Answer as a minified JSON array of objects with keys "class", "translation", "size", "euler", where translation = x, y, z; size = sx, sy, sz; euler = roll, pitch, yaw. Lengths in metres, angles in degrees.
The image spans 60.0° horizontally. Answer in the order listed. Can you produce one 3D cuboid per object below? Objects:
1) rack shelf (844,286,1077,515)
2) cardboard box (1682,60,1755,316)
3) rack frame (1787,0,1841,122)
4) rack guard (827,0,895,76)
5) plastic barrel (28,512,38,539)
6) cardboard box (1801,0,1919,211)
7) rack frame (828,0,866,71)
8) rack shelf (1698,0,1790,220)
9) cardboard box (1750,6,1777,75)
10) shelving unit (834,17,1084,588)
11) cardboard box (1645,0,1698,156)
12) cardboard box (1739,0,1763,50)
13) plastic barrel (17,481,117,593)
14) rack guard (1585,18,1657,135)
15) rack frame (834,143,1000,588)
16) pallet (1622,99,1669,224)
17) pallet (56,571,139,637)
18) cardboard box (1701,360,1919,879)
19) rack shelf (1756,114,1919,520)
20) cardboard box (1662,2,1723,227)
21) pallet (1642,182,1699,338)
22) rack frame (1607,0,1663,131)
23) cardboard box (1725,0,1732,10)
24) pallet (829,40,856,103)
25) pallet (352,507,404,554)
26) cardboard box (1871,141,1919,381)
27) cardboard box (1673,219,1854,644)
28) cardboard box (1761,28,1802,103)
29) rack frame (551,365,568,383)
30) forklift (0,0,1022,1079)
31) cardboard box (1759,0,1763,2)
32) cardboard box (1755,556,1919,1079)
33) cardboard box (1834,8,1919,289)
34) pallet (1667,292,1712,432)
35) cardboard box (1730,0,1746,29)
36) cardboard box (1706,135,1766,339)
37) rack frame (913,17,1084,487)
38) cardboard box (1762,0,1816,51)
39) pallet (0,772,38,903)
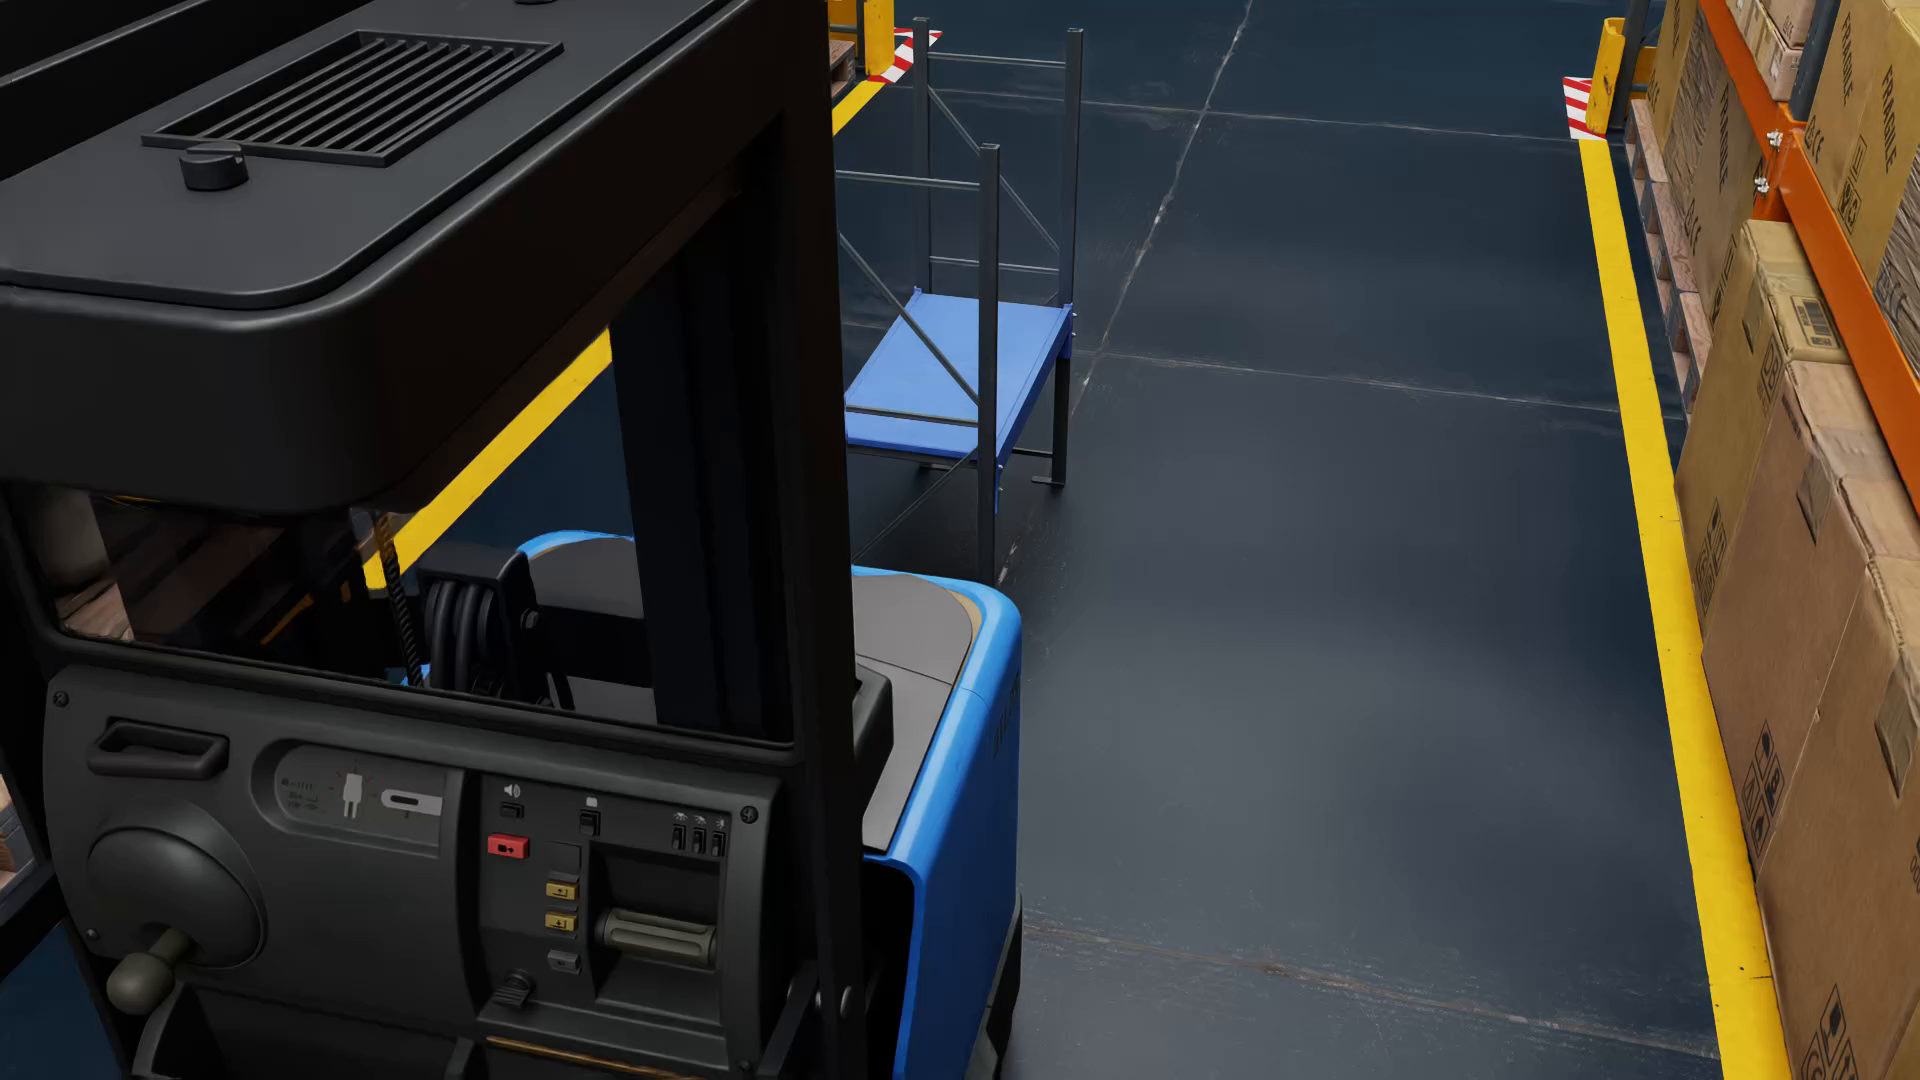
[{"class":"rack shelf","translation":[-0.022,-0.437,4.875],"size":[0.538,0.185,1.000],"euler":[8,33,12]},{"class":"cardboard box","translation":[3.285,-1.355,6.175],"size":[0.875,0.875,0.875],"euler":[8,33,12]},{"class":"rack frame","translation":[2.812,-1.276,4.461],"size":[1.000,3.000,0.127],"euler":[8,33,12]},{"class":"rack guard","translation":[-0.970,-2.985,9.480],"size":[1.175,0.500,0.348],"euler":[8,33,12]},{"class":"plastic barrel","translation":[-2.600,0.124,4.116],"size":[0.600,0.588,0.708],"euler":[8,33,12]},{"class":"cardboard box","translation":[2.453,-1.113,4.112],"size":[0.500,0.500,0.500],"euler":[8,33,13]},{"class":"rack frame","translation":[-0.964,-4.026,8.787],"size":[1.000,3.000,0.127],"euler":[8,33,12]},{"class":"rack shelf","translation":[3.319,-2.010,6.287],"size":[1.077,0.370,4.000],"euler":[8,33,12]},{"class":"cardboard box","translation":[2.638,-1.507,5.058],"size":[0.380,0.149,0.250],"euler":[9,33,13]},{"class":"shelving unit","translation":[-0.022,-0.589,4.778],"size":[0.538,1.500,1.048],"euler":[8,33,12]},{"class":"cardboard box","translation":[3.742,-2.289,7.644],"size":[0.875,0.875,0.875],"euler":[8,33,12]},{"class":"cardboard box","translation":[2.703,-1.640,5.267],"size":[0.380,0.149,0.250],"euler":[7,33,12]},{"class":"plastic barrel","translation":[-2.543,-0.149,4.616],"size":[0.421,0.512,0.421],"euler":[0,32,0]},{"class":"rack guard","translation":[3.833,-2.309,8.416],"size":[1.175,0.500,0.348],"euler":[8,33,12]},{"class":"rack frame","translation":[-0.151,-0.325,4.363],"size":[0.500,1.500,0.032],"euler":[8,33,12]},{"class":"pallet","translation":[3.700,-1.749,7.805],"size":[1.003,0.211,1.213],"euler":[8,33,12]},{"class":"pallet","translation":[-2.523,0.256,4.650],"size":[1.003,0.211,1.213],"euler":[8,33,12]},{"class":"cardboard box","translation":[2.443,0.242,3.662],"size":[1.225,0.875,0.875],"euler":[7,33,11]},{"class":"rack shelf","translation":[2.304,0.065,3.022],"size":[1.077,0.370,4.000],"euler":[8,33,12]},{"class":"cardboard box","translation":[3.511,-1.817,6.901],"size":[0.875,0.875,0.875],"euler":[8,33,12]},{"class":"pallet","translation":[3.388,-1.118,6.812],"size":[1.003,0.211,1.213],"euler":[8,33,12]},{"class":"rack frame","translation":[3.827,-3.352,7.726],"size":[1.000,3.000,0.127],"euler":[8,33,12]},{"class":"cardboard box","translation":[2.833,-1.907,5.688],"size":[0.380,0.149,0.250],"euler":[9,33,13]},{"class":"pallet","translation":[-1.211,-2.427,8.870],"size":[1.003,0.211,1.213],"euler":[8,33,12]},{"class":"pallet","translation":[-2.215,-0.379,5.649],"size":[1.003,0.211,1.213],"euler":[8,33,12]},{"class":"cardboard box","translation":[2.199,-0.593,3.293],"size":[0.500,0.500,0.500],"euler":[7,33,11]},{"class":"cardboard box","translation":[2.669,-0.222,4.392],"size":[1.225,0.875,0.875],"euler":[8,33,13]},{"class":"cardboard box","translation":[2.572,-1.373,4.848],"size":[0.380,0.149,0.250],"euler":[8,33,13]},{"class":"rack frame","translation":[-1.979,-1.950,5.522],"size":[1.000,3.000,0.127],"euler":[8,33,12]},{"class":"forklift","translation":[-0.715,0.461,1.793],"size":[1.130,2.935,3.031],"euler":[7,33,11]},{"class":"cardboard box","translation":[2.799,-1.872,5.261],"size":[0.500,0.250,0.500],"euler":[9,34,14]},{"class":"cardboard box","translation":[2.226,0.702,2.938],"size":[1.225,0.875,0.875],"euler":[8,33,13]},{"class":"cardboard box","translation":[2.327,-0.852,3.702],"size":[0.500,0.500,0.500],"euler":[8,33,12]},{"class":"pallet","translation":[3.080,-0.483,5.813],"size":[1.003,0.211,1.213],"euler":[8,33,12]},{"class":"cardboard box","translation":[2.768,-1.773,5.477],"size":[0.380,0.149,0.250],"euler":[9,33,13]},{"class":"cardboard box","translation":[3.057,-0.888,5.440],"size":[0.875,0.875,0.875],"euler":[8,33,12]},{"class":"rack frame","translation":[0.107,-0.852,5.193],"size":[0.500,1.500,0.032],"euler":[8,33,12]},{"class":"cardboard box","translation":[2.670,-1.603,4.838],"size":[0.500,0.250,0.500],"euler":[7,33,11]},{"class":"pallet","translation":[-2.834,0.887,3.657],"size":[1.003,0.211,1.213],"euler":[8,33,12]}]
